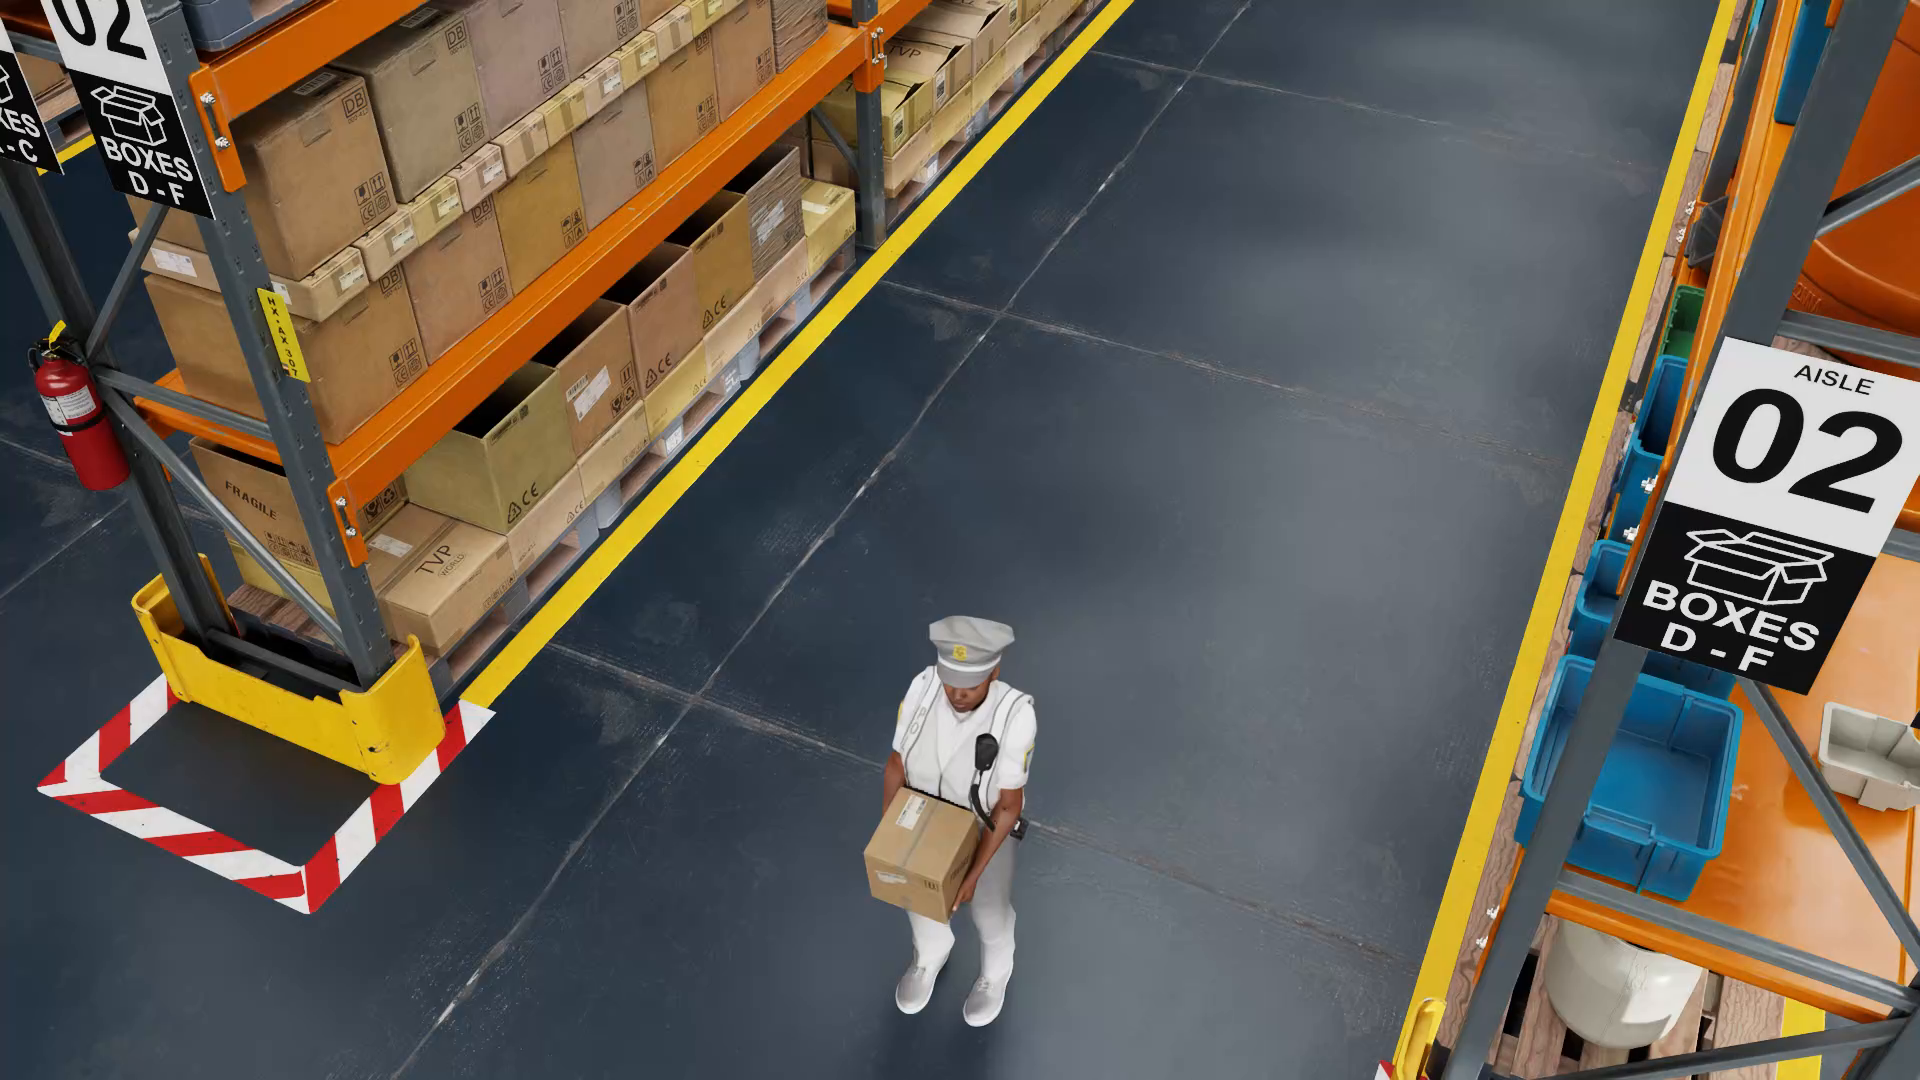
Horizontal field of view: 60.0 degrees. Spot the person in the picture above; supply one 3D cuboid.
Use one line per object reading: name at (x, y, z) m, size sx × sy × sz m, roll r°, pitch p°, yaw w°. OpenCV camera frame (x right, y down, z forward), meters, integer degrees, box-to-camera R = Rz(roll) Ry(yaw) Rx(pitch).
person at (-0.029, 0.924, 5.127) m, size 0.442 × 1.692 × 0.517 m, roll 17°, pitch 45°, yaw 18°
